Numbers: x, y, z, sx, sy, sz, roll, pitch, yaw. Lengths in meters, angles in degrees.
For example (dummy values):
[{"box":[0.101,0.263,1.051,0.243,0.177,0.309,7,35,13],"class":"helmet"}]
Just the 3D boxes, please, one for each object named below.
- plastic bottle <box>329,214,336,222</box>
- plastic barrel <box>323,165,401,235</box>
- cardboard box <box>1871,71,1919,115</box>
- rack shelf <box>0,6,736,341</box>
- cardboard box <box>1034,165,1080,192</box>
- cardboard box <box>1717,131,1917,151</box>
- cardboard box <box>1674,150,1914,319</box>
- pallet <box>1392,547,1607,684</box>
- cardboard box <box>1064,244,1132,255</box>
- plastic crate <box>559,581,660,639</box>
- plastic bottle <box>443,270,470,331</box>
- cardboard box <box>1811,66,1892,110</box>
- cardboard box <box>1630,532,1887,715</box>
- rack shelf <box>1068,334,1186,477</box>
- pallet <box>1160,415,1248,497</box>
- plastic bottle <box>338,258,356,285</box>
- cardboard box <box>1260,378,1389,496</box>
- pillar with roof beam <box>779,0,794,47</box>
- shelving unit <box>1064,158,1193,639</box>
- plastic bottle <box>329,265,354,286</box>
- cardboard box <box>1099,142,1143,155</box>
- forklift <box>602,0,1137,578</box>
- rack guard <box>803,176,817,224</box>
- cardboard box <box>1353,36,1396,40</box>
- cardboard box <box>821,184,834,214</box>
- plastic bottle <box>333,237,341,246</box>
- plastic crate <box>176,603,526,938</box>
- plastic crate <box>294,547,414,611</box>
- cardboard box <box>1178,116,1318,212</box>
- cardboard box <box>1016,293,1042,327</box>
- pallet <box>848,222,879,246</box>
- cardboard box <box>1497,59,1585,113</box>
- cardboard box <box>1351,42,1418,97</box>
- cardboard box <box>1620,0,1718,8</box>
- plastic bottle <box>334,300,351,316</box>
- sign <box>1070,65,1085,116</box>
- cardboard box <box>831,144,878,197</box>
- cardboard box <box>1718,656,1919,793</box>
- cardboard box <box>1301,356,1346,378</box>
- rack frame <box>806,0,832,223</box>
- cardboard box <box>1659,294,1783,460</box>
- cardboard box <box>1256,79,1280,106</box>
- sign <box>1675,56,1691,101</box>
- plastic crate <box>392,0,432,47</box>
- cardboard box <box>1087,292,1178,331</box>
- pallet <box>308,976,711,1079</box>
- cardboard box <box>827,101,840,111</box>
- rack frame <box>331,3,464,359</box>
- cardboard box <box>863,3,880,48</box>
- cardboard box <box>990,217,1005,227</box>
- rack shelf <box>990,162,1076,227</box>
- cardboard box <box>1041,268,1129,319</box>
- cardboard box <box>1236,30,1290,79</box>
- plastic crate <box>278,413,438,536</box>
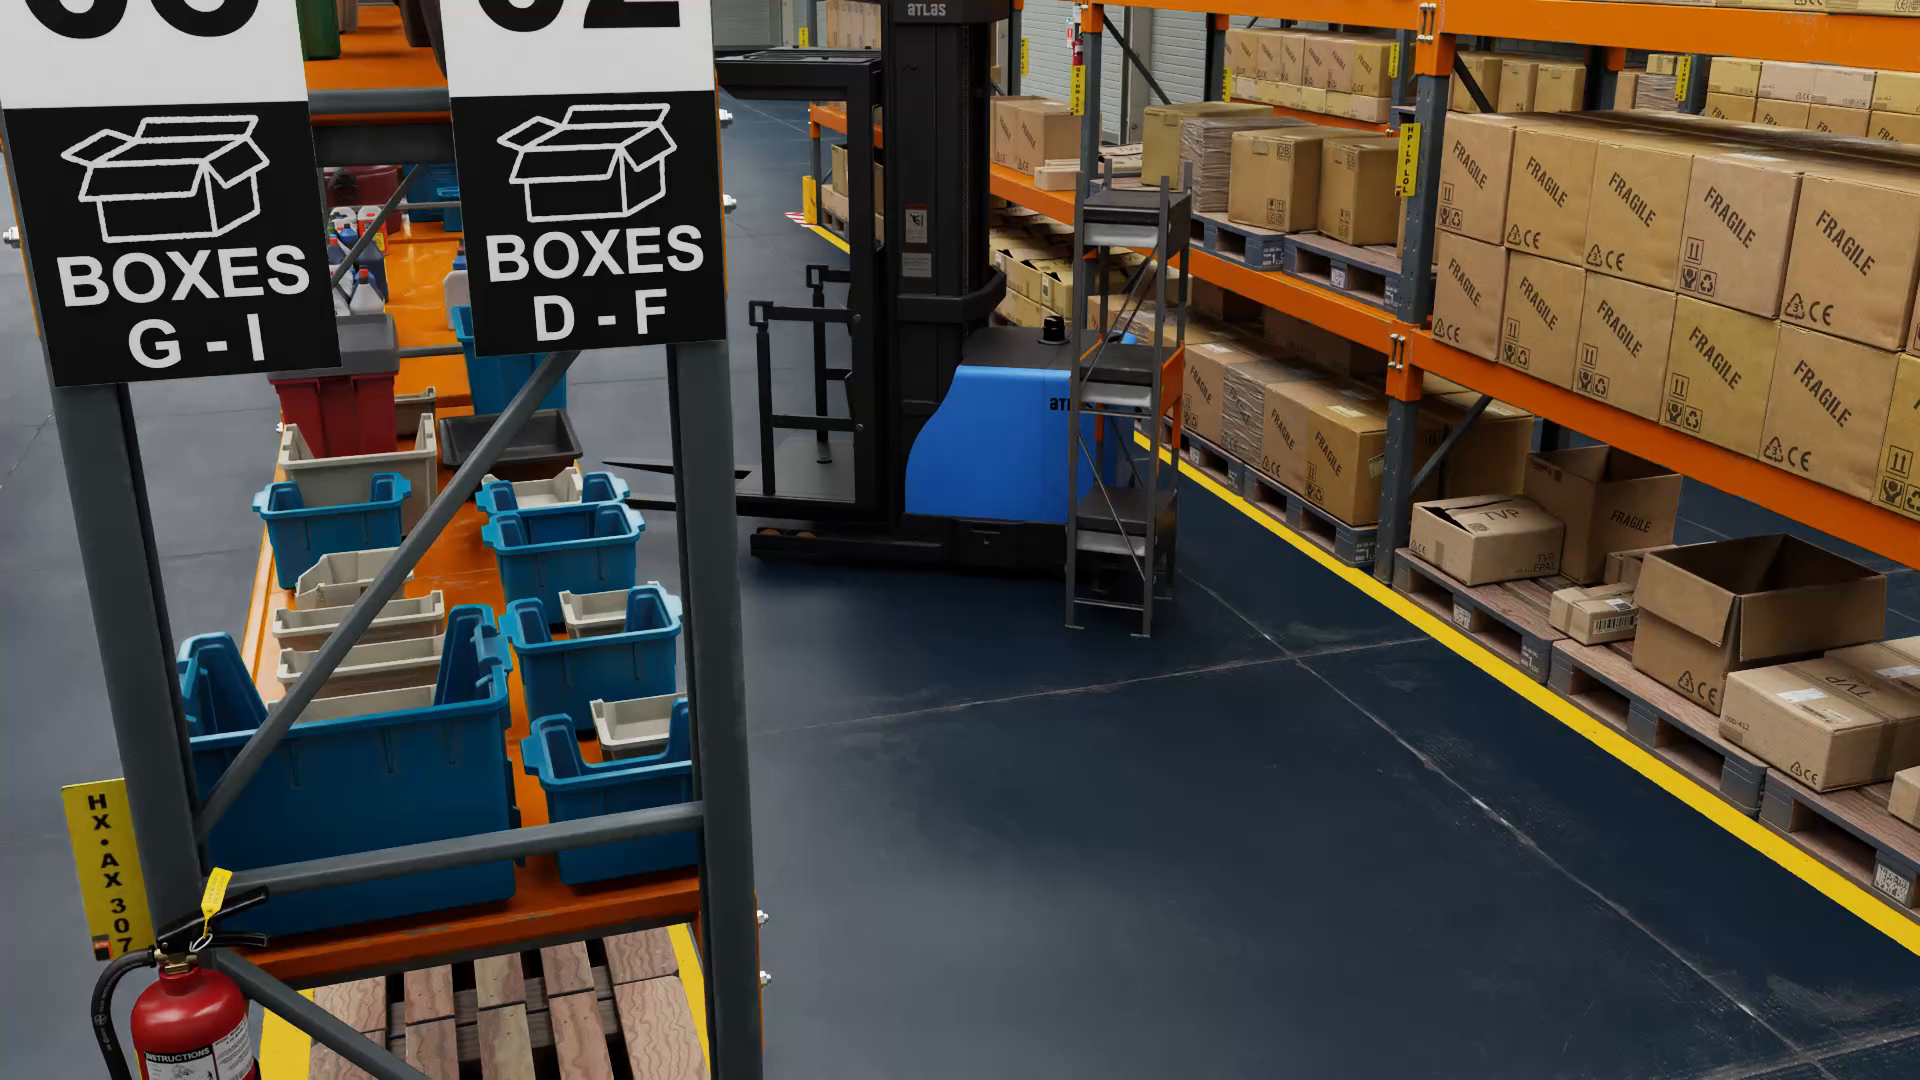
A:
[{"box":[-3.498,-1.673,9.309,0.061,0.283,0.133,-6,21,-17],"class":"plastic bottle"},{"box":[-3.820,-2.192,10.381,0.600,0.536,0.708,-6,21,-17],"class":"plastic barrel"},{"box":[6.413,-2.945,10.951,0.500,0.250,0.500,-7,21,-18],"class":"cardboard box"},{"box":[-1.501,-1.159,4.333,1.077,0.370,4.000,-6,21,-17],"class":"rack shelf"},{"box":[0.772,-2.678,12.305,0.380,0.149,0.250,-6,21,-17],"class":"cardboard box"},{"box":[3.301,-1.310,6.499,0.500,0.500,0.500,-6,21,-17],"class":"cardboard box"},{"box":[2.942,-1.093,5.896,0.500,0.500,0.500,-6,21,-16],"class":"cardboard box"},{"box":[2.789,0.280,7.825,1.003,0.211,1.213,-6,21,-17],"class":"pallet"},{"box":[1.100,-2.235,13.318,0.500,0.311,0.500,-7,21,-19],"class":"cardboard box"},{"box":[-0.873,0.208,4.201,0.250,0.136,0.298,-6,21,-17],"class":"plastic crate"},{"box":[-2.349,-1.139,7.835,0.152,0.276,0.135,-6,21,-17],"class":"plastic bottle"},{"box":[6.247,-3.108,11.405,0.500,0.250,0.500,-6,21,-17],"class":"cardboard box"},{"box":[3.169,0.317,6.638,0.797,0.503,0.637,-6,21,-17],"class":"cardboard box"},{"box":[0.763,-0.621,7.581,0.431,0.518,0.480,7,21,18],"class":"rack shelf"},{"box":[1.895,-0.590,10.246,1.003,0.211,1.213,-6,21,-17],"class":"pallet"},{"box":[-2.995,-1.240,8.121,0.097,0.271,0.097,0,20,0],"class":"plastic bottle"},{"box":[1.999,-0.571,9.116,0.500,0.500,0.500,-6,21,-17],"class":"cardboard box"},{"box":[-8.971,-17.492,44.303,9.100,9.000,0.400,-6,21,-17],"class":"pillar with roof beam"},{"box":[0.763,-0.634,7.576,0.431,2.100,0.503,7,21,18],"class":"shelving unit"},{"box":[-2.949,-1.158,7.887,0.152,0.276,0.135,-6,21,-17],"class":"plastic bottle"},{"box":[1.220,-2.802,12.412,0.500,0.311,0.500,-7,21,-18],"class":"cardboard box"},{"box":[-0.618,-1.422,8.540,3.031,2.935,1.130,4,20,11],"class":"forklift"},{"box":[-1.205,-3.935,19.132,1.175,0.500,0.348,-6,21,-17],"class":"rack guard"},{"box":[4.501,-5.139,17.870,0.500,0.500,0.500,-6,21,-16],"class":"cardboard box"},{"box":[-1.240,-3.812,18.537,0.500,0.250,0.500,-6,21,-17],"class":"cardboard box"},{"box":[-3.257,-1.441,8.681,0.097,0.271,0.097,0,20,0],"class":"plastic bottle"},{"box":[-1.155,0.423,3.159,0.616,0.435,0.499,-6,21,-17],"class":"plastic crate"},{"box":[-1.599,0.135,4.405,0.298,0.136,0.250,-6,21,-17],"class":"plastic crate"},{"box":[1.728,-2.277,10.050,0.700,0.500,0.500,-3,20,-7],"class":"cardboard box"},{"box":[0.755,-1.748,12.792,0.500,0.250,0.500,-7,21,-18],"class":"cardboard box"},{"box":[-0.538,-3.160,17.401,1.003,0.211,1.213,-6,21,-17],"class":"pallet"},{"box":[5.294,-4.047,14.947,0.700,0.500,0.500,-4,20,-10],"class":"cardboard box"},{"box":[4.319,-4.758,16.809,0.500,0.500,0.500,-6,21,-17],"class":"cardboard box"},{"box":[2.801,-2.090,6.083,0.500,0.250,0.500,-6,21,-17],"class":"cardboard box"},{"box":[-2.675,-0.879,7.109,0.152,0.276,0.135,-6,21,-17],"class":"plastic bottle"},{"box":[0.791,-3.021,11.178,0.100,0.325,0.005,-6,21,-17],"class":"sign"},{"box":[-1.081,-4.004,17.964,0.500,0.500,0.500,-6,21,-17],"class":"cardboard box"},{"box":[3.156,0.661,6.054,0.500,0.250,0.500,-6,21,-17],"class":"cardboard box"},{"box":[2.325,-0.796,9.742,0.500,0.500,0.500,-6,21,-17],"class":"cardboard box"},{"box":[-1.198,-5.104,18.688,1.000,3.000,0.127,-6,21,-17],"class":"rack frame"},{"box":[2.956,-0.620,6.056,0.500,0.500,0.500,-7,21,-18],"class":"cardboard box"},{"box":[3.687,-5.051,18.733,0.500,0.250,0.500,-7,21,-18],"class":"cardboard box"},{"box":[5.506,-3.511,12.658,0.100,0.325,0.005,-6,21,-17],"class":"sign"},{"box":[-1.091,-1.346,3.881,0.504,0.338,0.767,-6,21,-17],"class":"plastic crate"},{"box":[1.189,-1.391,11.398,0.500,0.500,0.500,-5,20,-15],"class":"cardboard box"},{"box":[-1.095,1.599,4.151,1.003,0.211,1.213,-6,21,-17],"class":"pallet"},{"box":[-1.063,-5.000,18.251,0.700,0.500,0.500,-6,21,-17],"class":"cardboard box"},{"box":[-2.129,-0.728,6.505,1.000,3.000,0.127,-6,21,-17],"class":"rack frame"},{"box":[-0.559,-5.103,16.618,0.700,0.500,0.500,-6,21,-17],"class":"cardboard box"},{"box":[0.105,-2.667,14.522,0.500,0.311,0.500,-7,21,-18],"class":"cardboard box"},{"box":[0.688,-2.840,13.449,1.077,0.370,4.000,-6,21,-17],"class":"rack shelf"},{"box":[0.918,-1.846,12.235,0.500,0.311,0.500,-6,21,-16],"class":"cardboard box"},{"box":[3.514,-5.578,19.092,0.500,0.500,0.500,-6,21,-17],"class":"cardboard box"},{"box":[-1.824,-0.191,5.096,0.437,0.282,0.530,-6,21,-17],"class":"plastic crate"}]
